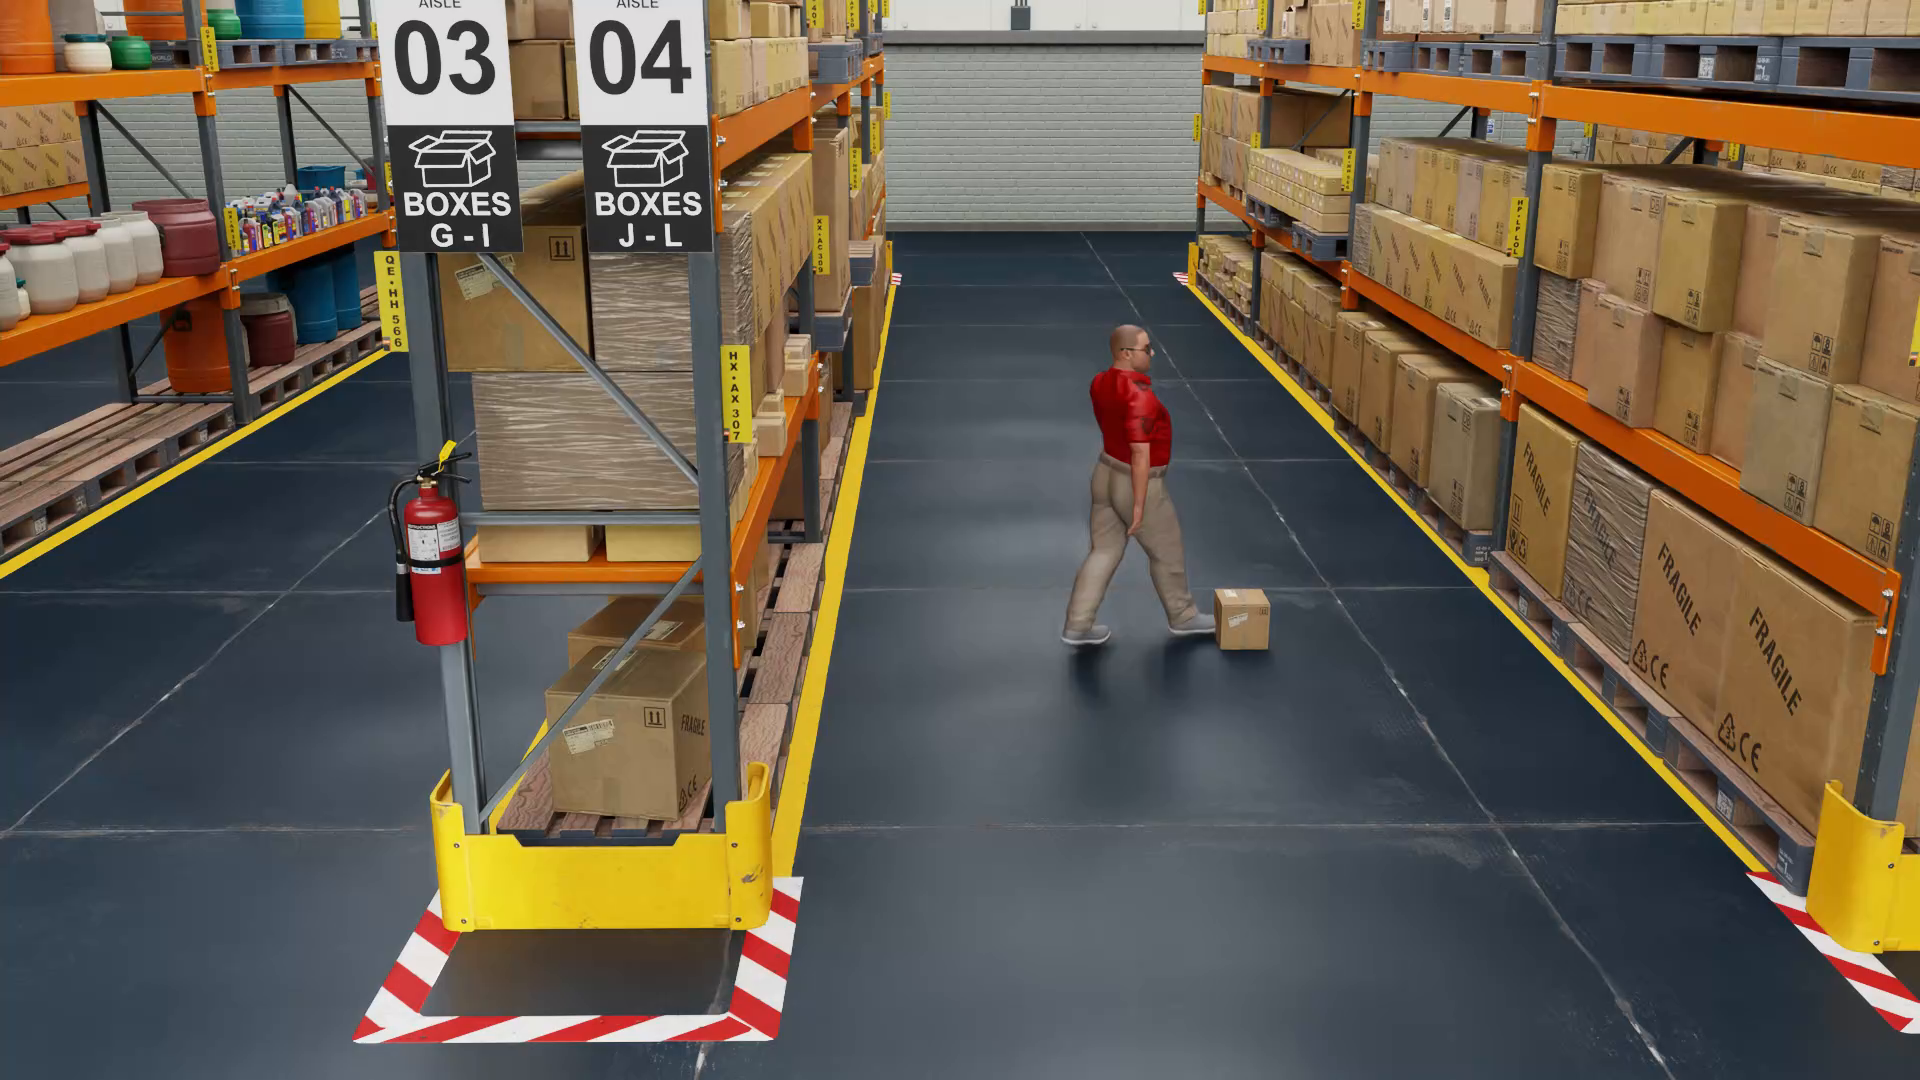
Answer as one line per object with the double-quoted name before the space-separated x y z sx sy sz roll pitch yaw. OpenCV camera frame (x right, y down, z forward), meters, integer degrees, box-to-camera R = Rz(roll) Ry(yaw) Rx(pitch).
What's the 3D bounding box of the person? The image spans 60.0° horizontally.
"person" 0.882 -0.301 8.472 0.748 1.623 0.586 -10 20 -29
